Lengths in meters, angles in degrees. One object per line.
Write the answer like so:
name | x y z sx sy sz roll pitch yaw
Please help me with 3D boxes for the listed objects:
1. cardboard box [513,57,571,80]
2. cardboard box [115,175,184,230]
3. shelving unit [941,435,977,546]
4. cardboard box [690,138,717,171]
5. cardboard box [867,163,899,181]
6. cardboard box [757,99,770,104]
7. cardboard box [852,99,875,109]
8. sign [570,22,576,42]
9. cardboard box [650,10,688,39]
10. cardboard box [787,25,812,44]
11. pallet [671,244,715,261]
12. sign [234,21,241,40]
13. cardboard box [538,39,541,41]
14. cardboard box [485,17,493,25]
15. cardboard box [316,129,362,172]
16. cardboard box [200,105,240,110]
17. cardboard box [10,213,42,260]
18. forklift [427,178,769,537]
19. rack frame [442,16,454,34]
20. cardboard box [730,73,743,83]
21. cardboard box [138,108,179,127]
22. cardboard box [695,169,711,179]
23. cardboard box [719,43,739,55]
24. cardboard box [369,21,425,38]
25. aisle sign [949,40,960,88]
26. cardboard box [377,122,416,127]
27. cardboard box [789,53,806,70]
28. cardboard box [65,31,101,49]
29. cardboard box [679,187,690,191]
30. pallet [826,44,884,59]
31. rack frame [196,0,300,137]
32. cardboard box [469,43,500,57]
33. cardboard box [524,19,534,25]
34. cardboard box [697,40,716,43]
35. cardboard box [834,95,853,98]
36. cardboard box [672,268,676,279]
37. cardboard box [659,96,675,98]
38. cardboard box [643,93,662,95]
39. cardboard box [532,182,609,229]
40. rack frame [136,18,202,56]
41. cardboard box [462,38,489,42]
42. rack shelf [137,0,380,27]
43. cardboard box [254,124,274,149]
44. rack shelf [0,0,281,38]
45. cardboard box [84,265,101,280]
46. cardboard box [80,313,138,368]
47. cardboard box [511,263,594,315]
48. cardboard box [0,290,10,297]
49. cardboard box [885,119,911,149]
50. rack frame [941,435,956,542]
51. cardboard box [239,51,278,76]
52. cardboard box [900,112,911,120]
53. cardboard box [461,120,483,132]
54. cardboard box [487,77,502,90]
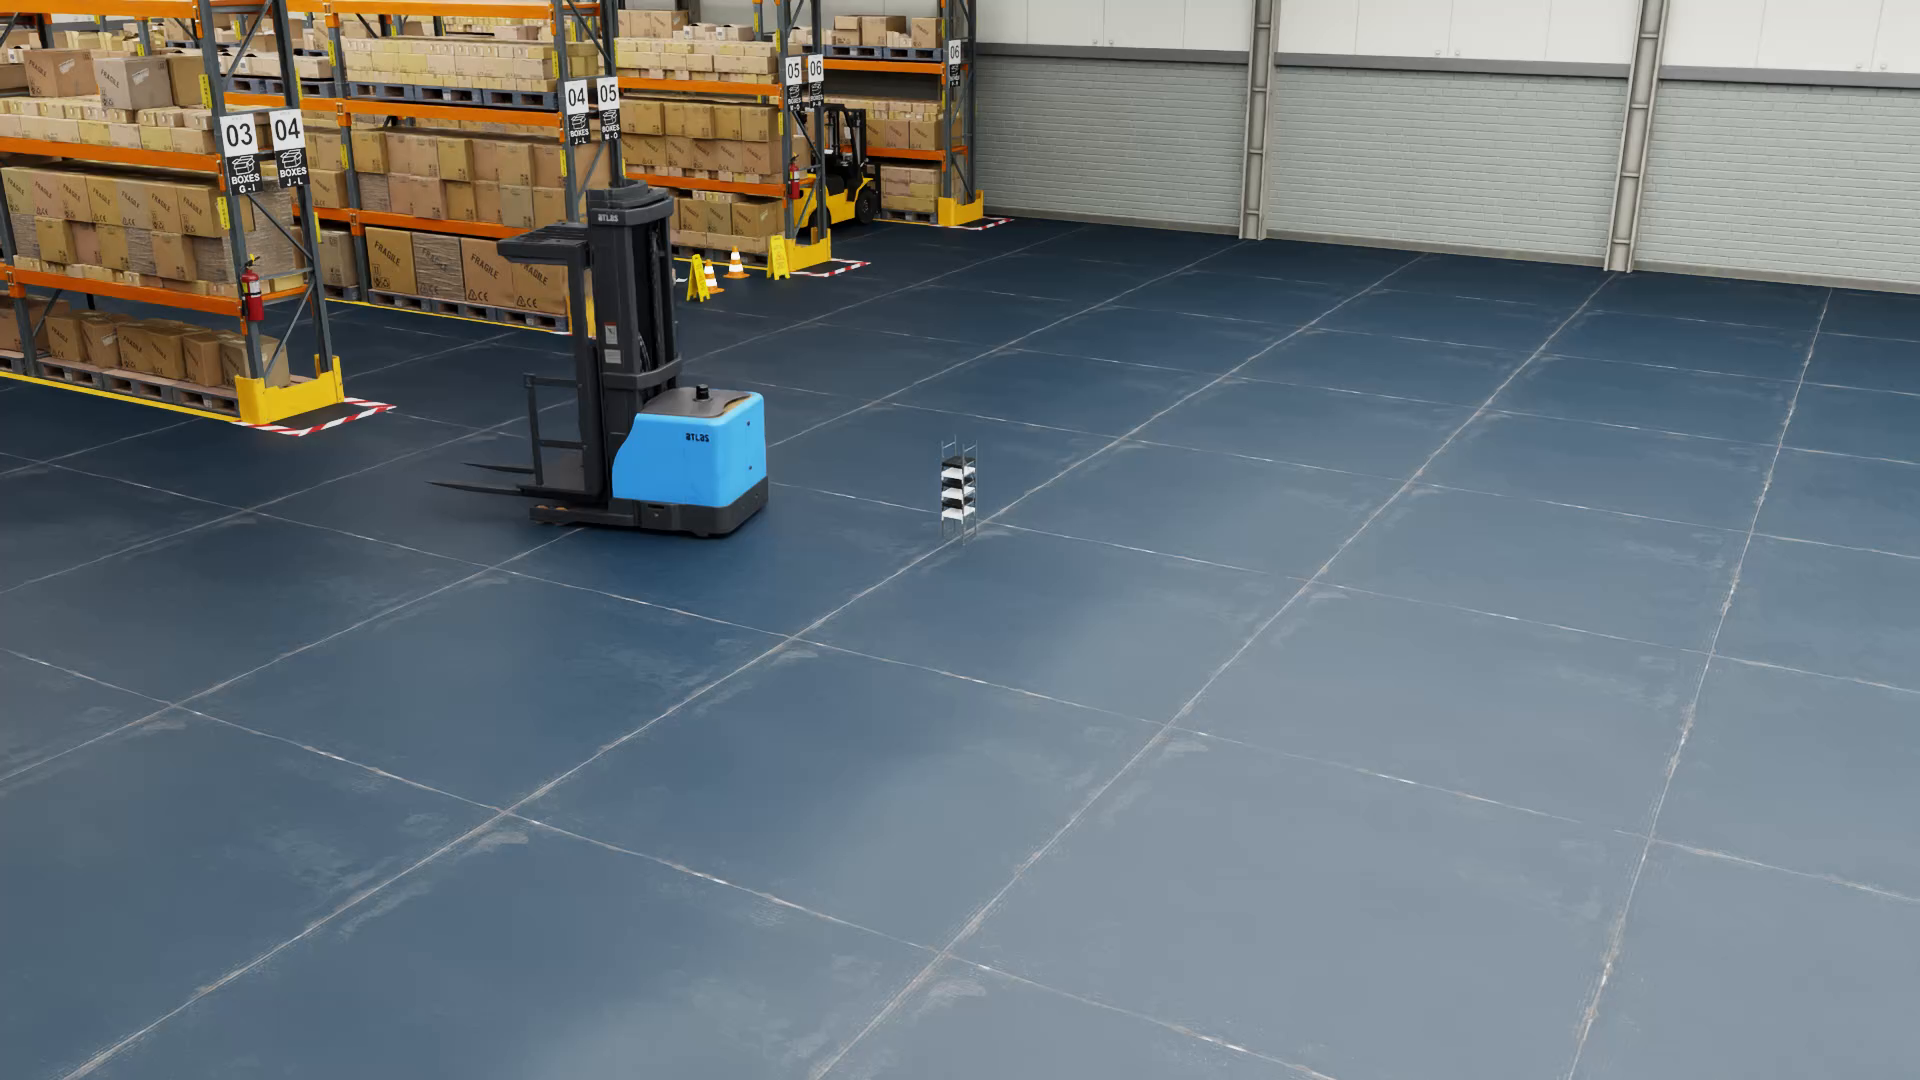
cardboard box | -5.314 -6.002 21.135 0.500 0.250 0.500 11 23 28
cardboard box | -8.733 -3.660 18.007 0.500 0.500 0.500 11 23 27
shelving unit | -0.007 -0.424 14.215 0.210 0.900 0.258 11 23 27
cardboard box | -3.903 -6.134 26.294 0.500 0.500 0.500 11 23 27
cardboard box | -1.455 -6.771 30.583 0.500 0.250 0.500 11 23 28
cardboard box | -3.701 -8.388 31.992 0.250 0.149 0.380 10 22 26
cardboard box | -1.765 -7.990 30.460 0.250 0.149 0.380 11 23 28
sign | -6.184 -8.108 26.583 0.005 0.325 0.100 11 23 27
cardboard box | -5.589 -9.918 32.001 0.500 0.500 0.500 11 23 29
cardboard box | -2.892 -9.315 30.616 0.500 0.311 0.500 11 23 28
pallet | -4.244 -4.821 27.346 1.213 0.211 1.003 11 23 27
sign | -13.170 -9.291 30.306 0.005 0.325 0.100 11 23 27
cardboard box | -7.125 -8.350 28.191 0.500 0.250 0.500 11 22 27
cardboard box | -9.479 -10.602 33.965 0.250 0.149 0.380 11 23 28
cardboard box | -8.679 -5.543 23.634 0.500 0.500 0.700 10 22 26
cardboard box | -7.845 -4.539 17.716 0.250 0.149 0.380 10 22 26
cardboard box | -10.387 -3.579 19.250 0.500 0.500 0.875 11 23 27
forklift | -3.316 -1.666 14.659 3.031 2.935 1.130 5 21 15
rack frame | -10.483 -12.064 34.427 0.127 3.000 1.000 11 23 27
cardboard box | -3.321 -7.124 25.576 0.250 0.149 0.380 12 23 29
cardboard box | -8.345 -4.426 17.404 0.250 0.149 0.380 11 23 28
cardboard box | -4.006 -5.843 26.441 0.250 0.149 0.380 11 22 27
cardboard box | -3.498 -7.554 25.592 0.250 0.149 0.380 11 23 28
cardboard box | -9.811 -8.774 28.990 0.637 0.503 0.797 9 22 24
aisle sign | -0.093 -8.372 29.235 0.004 0.787 0.394 11 23 27
cardboard box | -9.955 -7.270 29.495 0.500 0.250 0.500 11 23 27
cardboard box | -2.734 -7.413 25.786 0.500 0.250 0.500 10 22 26
cardboard box | -13.347 -7.625 25.318 0.258 0.266 0.396 11 23 27
cardboard box | -4.824 -5.590 27.694 0.500 0.500 0.500 11 23 28
pallet | -1.681 -8.945 30.356 1.213 0.211 1.003 11 23 27
rack frame | -7.257 -5.640 16.718 0.127 3.000 1.000 11 23 27
cardboard box | -6.095 -6.315 21.414 0.250 0.149 0.380 11 23 28
cardboard box | -8.568 -10.431 33.522 0.250 0.149 0.380 11 23 27
cardboard box | -3.949 -7.819 26.323 0.250 0.149 0.380 11 23 28
cardboard box | -2.171 -8.276 31.248 0.250 0.149 0.380 10 22 26
cardboard box | -4.553 -4.047 25.303 0.380 0.149 0.250 -11 23 -29
cardboard box | -5.725 -8.579 32.518 0.250 0.149 0.380 11 23 28
cardboard box | -6.129 -8.866 33.309 0.250 0.149 0.380 11 23 27
cardboard box | -5.096 -4.399 21.872 0.550 0.550 0.875 11 23 27
rack frame | -11.734 -8.430 24.409 0.127 3.000 1.000 11 23 27
cardboard box | -6.442 -6.638 22.303 0.250 0.149 0.380 11 23 28
rack shelf | -9.988 -7.572 23.683 4.000 0.370 1.077 11 23 27
cardboard box | -7.552 -4.317 17.688 0.500 0.250 0.500 12 23 29
rack shelf | -9.004 -5.633 17.758 4.000 0.370 1.077 11 23 27
cardboard box | -9.605 -3.041 18.719 0.250 0.149 0.380 11 23 27
cardboard box | -9.916 -2.336 19.456 0.500 0.500 0.500 -17 26 -39
cardboard box | -5.375 -3.572 22.312 0.875 0.875 0.875 11 23 28
cardboard box | -12.171 -2.803 20.715 0.500 0.500 0.700 9 22 23
cardboard box | -1.013 -7.388 30.188 0.500 0.500 0.500 12 23 29
rack frame | -0.096 -0.441 14.262 0.006 0.900 0.240 11 23 27
cardboard box | -9.880 -6.784 23.637 0.500 0.311 0.500 10 22 25
cardboard box | -0.881 -7.670 30.012 0.250 0.149 0.380 11 23 28
cardboard box | -8.203 -7.170 28.535 0.500 0.500 0.500 11 23 28
cardboard box | -5.870 -5.897 21.432 0.250 0.149 0.380 11 23 28
